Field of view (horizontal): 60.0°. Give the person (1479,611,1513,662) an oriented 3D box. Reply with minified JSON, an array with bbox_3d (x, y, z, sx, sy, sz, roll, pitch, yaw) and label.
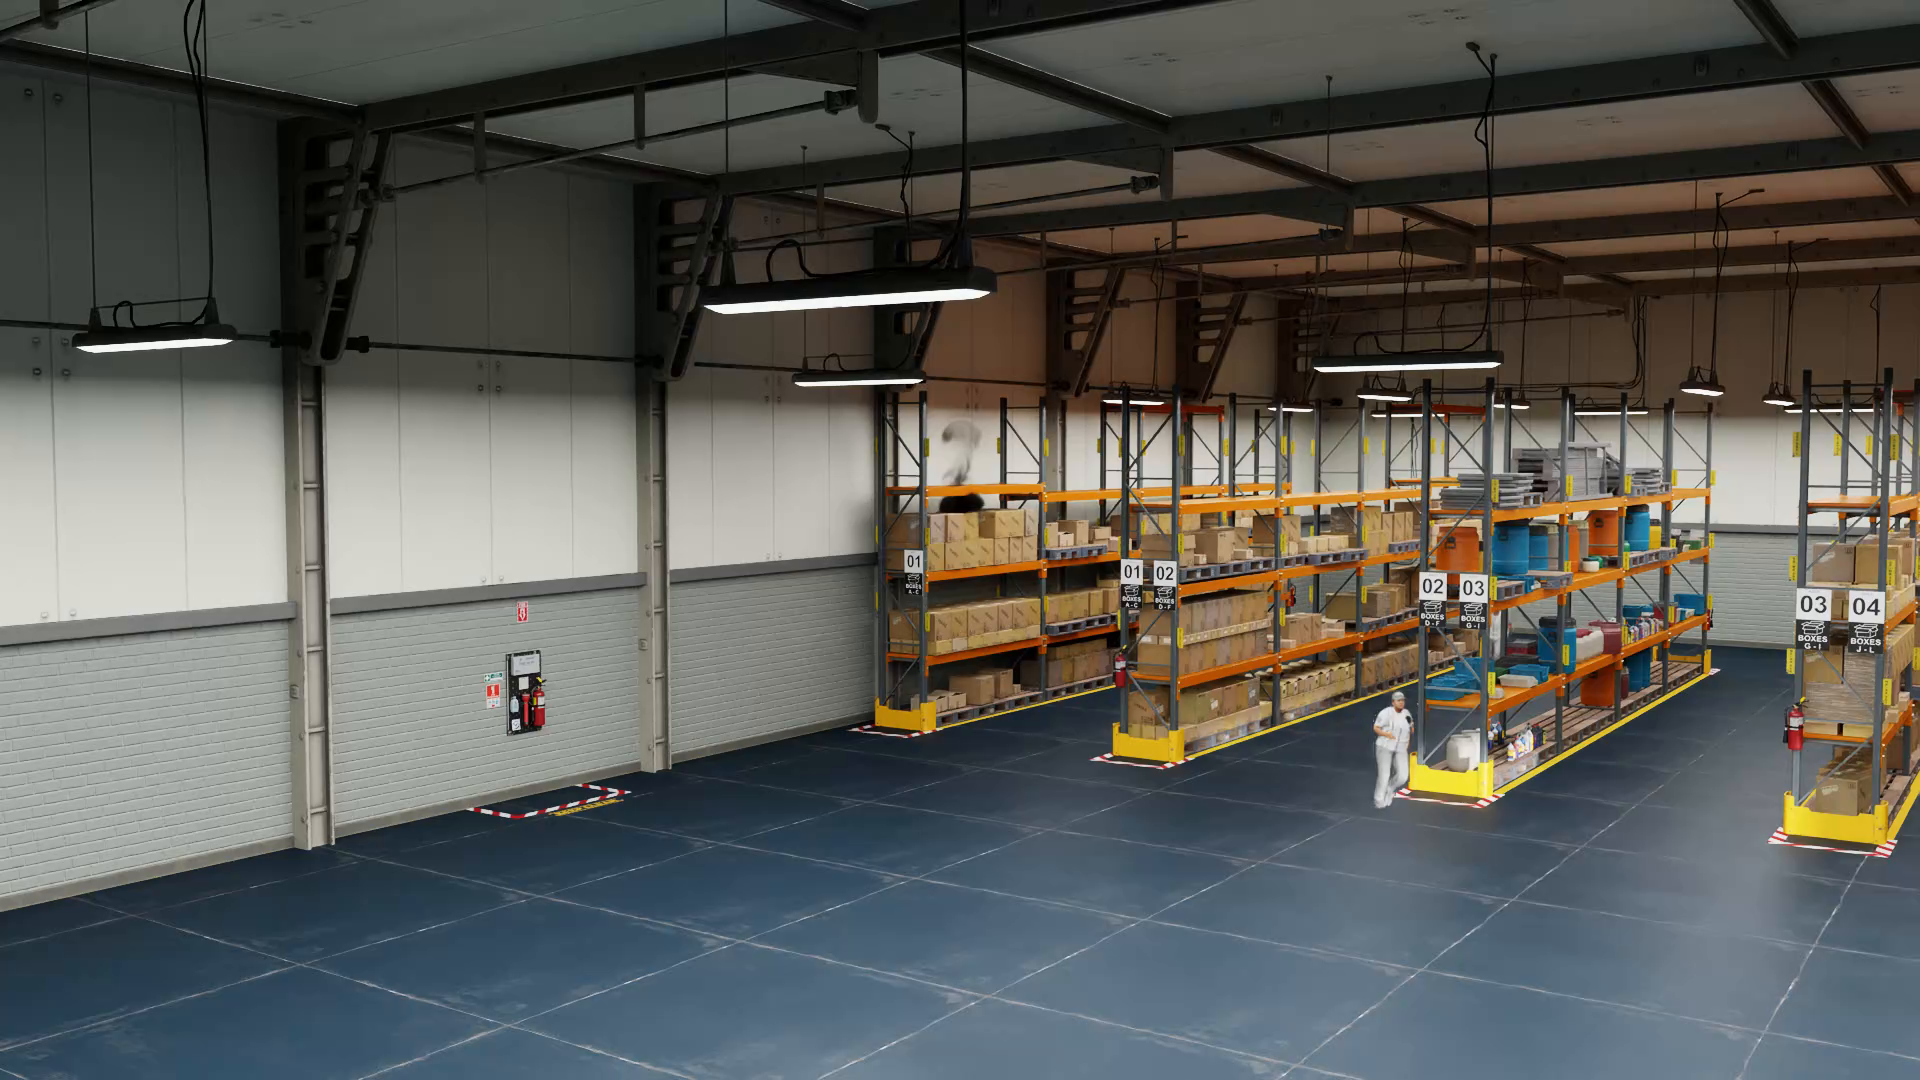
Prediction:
[{"bbox_3d":[11.530,2.152,35.845,0.693,1.766,0.764,1,3,25],"label":"person"}]

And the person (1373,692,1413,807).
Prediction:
[{"bbox_3d":[6.053,2.911,23.061,0.618,1.613,0.562,0,3,-5],"label":"person"}]
